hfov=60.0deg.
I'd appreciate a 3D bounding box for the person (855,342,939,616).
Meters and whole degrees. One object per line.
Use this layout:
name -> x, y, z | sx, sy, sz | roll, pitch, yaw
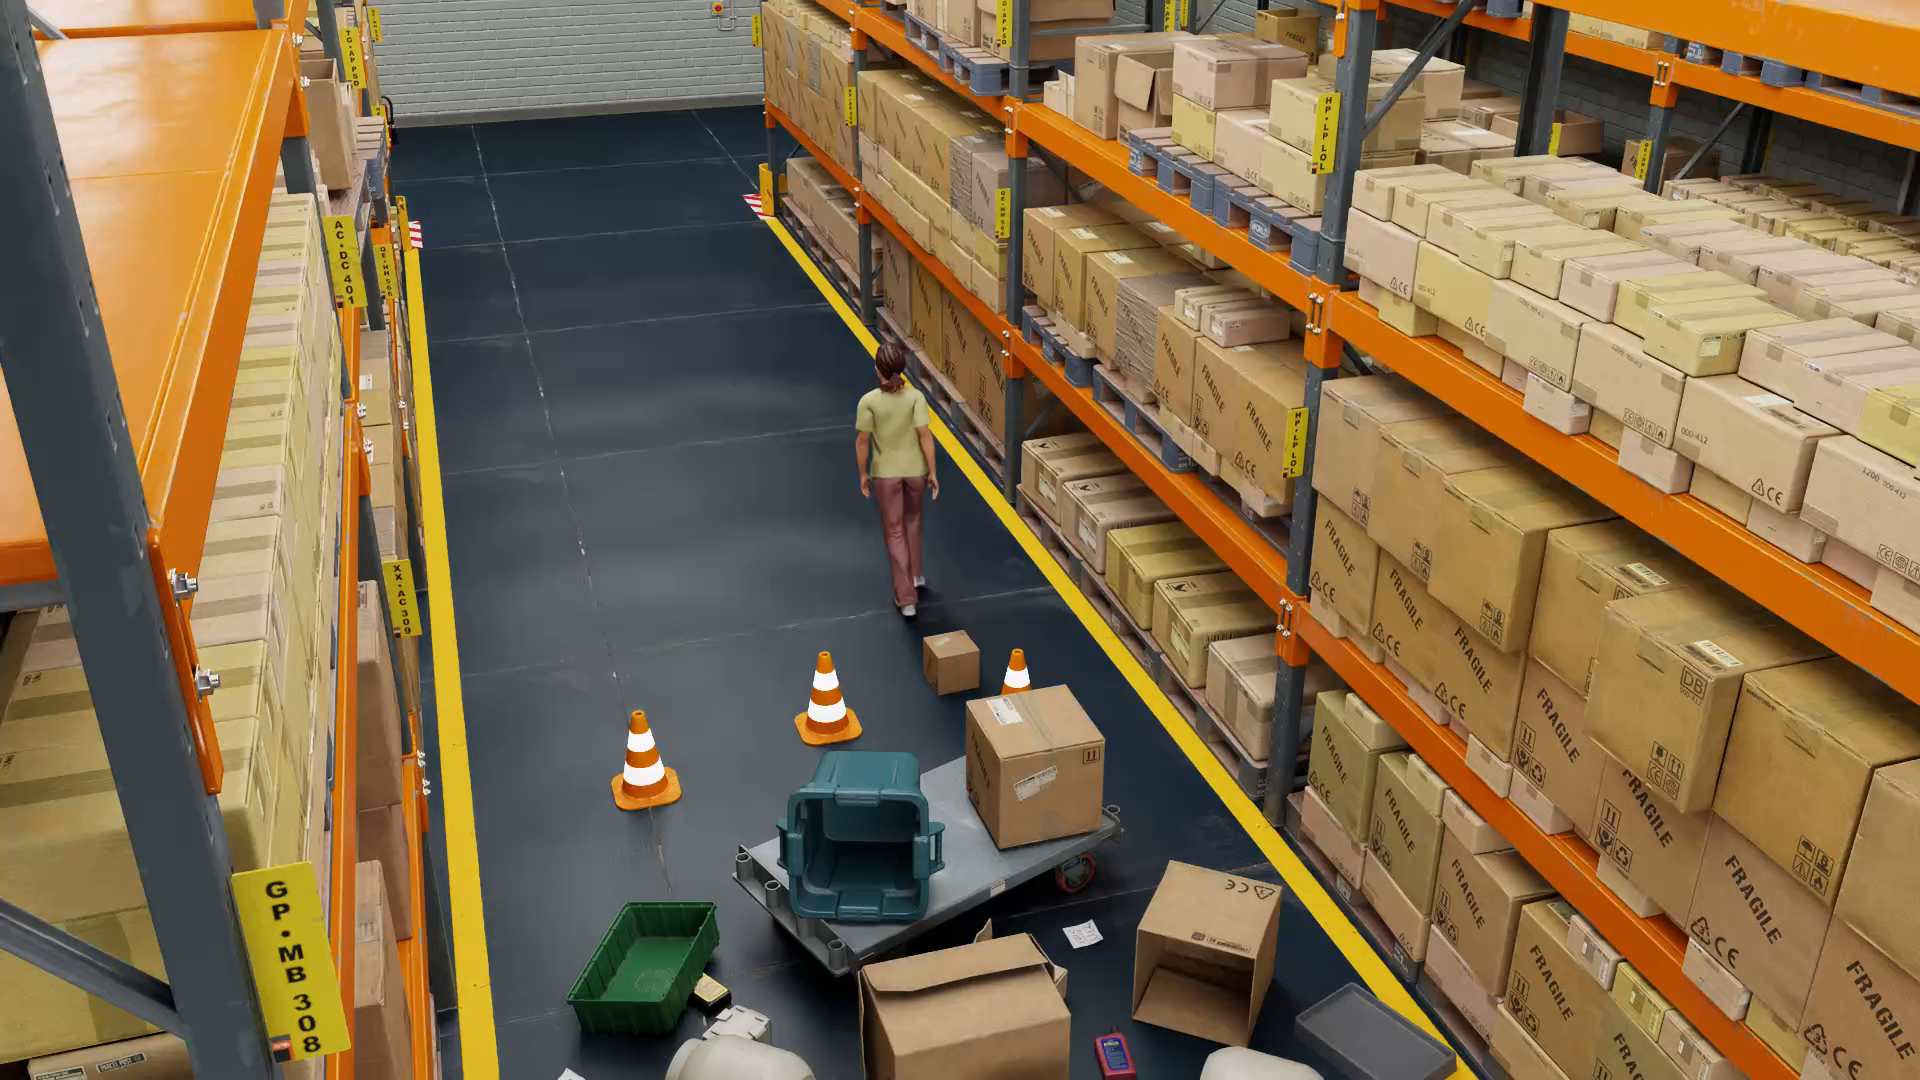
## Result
person -> -0.387, -0.353, 10.088 | 0.471, 1.693, 0.576 | -6, 27, -12
